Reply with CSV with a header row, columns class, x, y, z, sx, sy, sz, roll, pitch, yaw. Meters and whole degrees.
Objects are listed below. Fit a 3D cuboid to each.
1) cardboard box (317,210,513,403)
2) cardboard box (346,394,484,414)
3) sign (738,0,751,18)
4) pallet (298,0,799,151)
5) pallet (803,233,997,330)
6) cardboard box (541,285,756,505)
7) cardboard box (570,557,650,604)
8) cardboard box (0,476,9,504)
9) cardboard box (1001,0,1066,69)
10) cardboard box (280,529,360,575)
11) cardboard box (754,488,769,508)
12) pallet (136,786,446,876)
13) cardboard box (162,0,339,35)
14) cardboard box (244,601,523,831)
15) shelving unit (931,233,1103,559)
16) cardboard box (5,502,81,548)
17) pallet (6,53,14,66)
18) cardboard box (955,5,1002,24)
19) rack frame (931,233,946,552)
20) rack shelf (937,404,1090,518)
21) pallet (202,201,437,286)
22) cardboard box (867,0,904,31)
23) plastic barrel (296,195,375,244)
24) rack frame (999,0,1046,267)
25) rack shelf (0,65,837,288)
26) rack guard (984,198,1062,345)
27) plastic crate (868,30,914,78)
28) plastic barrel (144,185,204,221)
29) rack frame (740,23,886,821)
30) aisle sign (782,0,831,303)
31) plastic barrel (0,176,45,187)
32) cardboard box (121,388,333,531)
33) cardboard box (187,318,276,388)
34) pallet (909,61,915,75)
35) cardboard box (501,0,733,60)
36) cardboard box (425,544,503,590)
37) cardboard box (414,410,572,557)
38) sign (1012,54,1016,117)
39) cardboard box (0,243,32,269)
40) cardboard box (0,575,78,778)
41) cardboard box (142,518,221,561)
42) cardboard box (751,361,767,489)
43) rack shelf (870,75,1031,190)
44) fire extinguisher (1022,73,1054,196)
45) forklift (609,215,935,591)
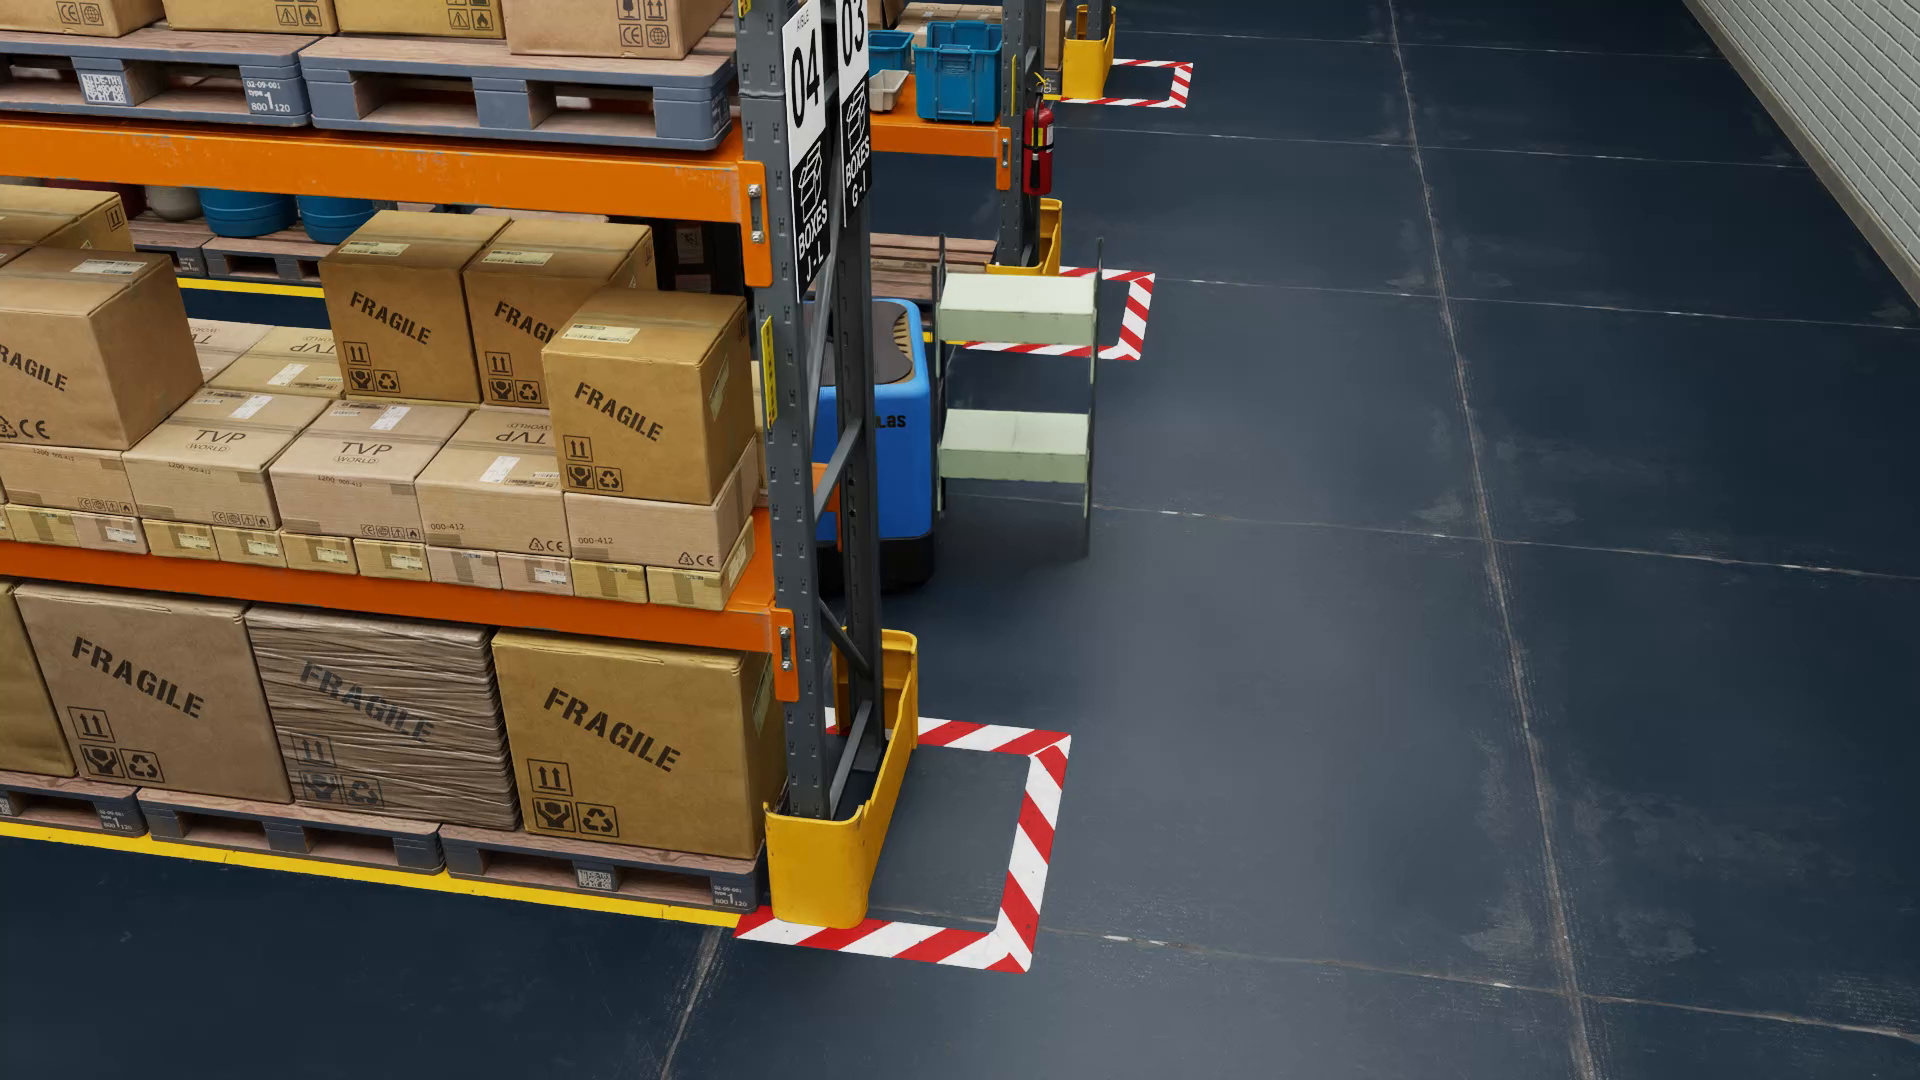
class,x,y,z,sx,sy,sz,roll,pitch,yaw
cardboard box,-1.887,-0.836,5.912,0.500,0.500,0.500,4,32,7
cardboard box,-1.891,-0.520,6.115,0.500,0.250,0.500,4,32,7
sign,-0.560,-1.514,4.255,0.005,0.325,0.100,5,32,8
pallet,-1.188,-1.478,5.041,1.213,0.211,1.003,5,32,8
pallet,-0.428,-1.686,10.745,1.213,0.211,1.003,5,32,8
cardboard box,-0.979,-0.470,5.328,0.500,0.500,0.500,6,32,9
cardboard box,-1.118,0.041,5.594,0.250,0.149,0.380,6,32,9
cardboard box,-3.489,-0.377,5.887,0.500,0.250,0.500,5,32,8
cardboard box,0.638,-4.411,14.411,0.500,0.500,0.500,5,32,8
cardboard box,-2.124,-0.050,5.740,0.250,0.149,0.380,5,32,8
cardboard box,-0.749,-0.281,6.109,0.250,0.149,0.380,6,32,9
pallet,-2.455,0.858,6.681,1.213,0.211,1.003,5,32,8
cardboard box,-2.028,-1.870,5.000,0.500,0.500,0.700,3,32,5
cardboard box,-1.996,0.442,6.323,0.875,0.875,0.875,5,32,8
shelving unit,0.266,-0.665,7.899,0.755,1.500,0.431,3,32,4
cardboard box,-3.132,-0.142,5.886,0.250,0.149,0.380,5,32,8
pallet,-3.593,-1.696,5.389,1.213,0.211,1.003,5,32,8
cardboard box,0.235,-4.627,14.992,0.500,0.250,0.500,5,32,8
rack frame,-0.098,-0.681,7.925,0.023,1.500,0.400,3,32,4
rack shelf,0.266,-0.389,8.072,0.720,0.370,0.431,3,32,4
pallet,-4.318,-2.040,11.310,1.213,0.211,1.003,5,32,8
cardboard box,-0.874,-4.685,14.846,0.637,0.503,0.797,5,32,8
plastic barrel,-4.098,-2.477,10.962,0.708,0.901,0.600,5,32,8
rack frame,0.379,-2.774,9.855,0.127,3.000,1.000,5,32,8
rack shelf,-2.426,-1.329,5.397,4.000,0.370,1.077,5,32,8
rack guard,0.405,-1.719,10.525,0.348,0.500,1.175,5,32,8
plastic crate,-0.458,-2.982,10.288,0.300,0.233,0.416,5,32,8
plastic barrel,-5.337,-2.472,11.322,0.421,0.512,0.421,0,32,0
rack frame,-0.455,-0.184,5.716,0.127,3.000,1.000,5,32,8
aisle sign,-0.434,-1.122,4.766,0.004,0.787,0.394,5,32,8
plastic barrel,-6.451,-2.573,11.483,0.421,0.512,0.421,0,32,0
cardboard box,-2.493,-0.286,5.741,0.500,0.250,0.500,5,32,8
cardboard box,-2.904,-0.611,6.260,0.500,0.250,0.500,6,33,9
pallet,-0.844,-4.370,15.033,1.213,0.211,1.003,5,32,8
cardboard box,-0.976,-1.736,4.785,0.500,0.500,0.700,3,32,5
cardboard box,-1.612,-0.005,5.668,0.250,0.149,0.380,6,32,9
cardboard box,-1.477,-0.196,5.597,0.500,0.250,0.500,5,32,7
sign,0.302,-2.554,9.350,0.005,0.325,0.100,5,32,8
cardboard box,-3.484,-0.697,5.690,0.500,0.500,0.500,5,32,8
cardboard box,-3.760,0.283,6.578,0.875,0.875,0.875,5,32,8
cardboard box,-2.625,-0.096,5.812,0.250,0.149,0.380,4,32,7
cardboard box,-0.882,-0.430,5.971,0.500,0.250,0.500,4,32,7
rack shelf,-1.593,-2.648,10.331,4.000,0.370,1.077,5,32,8
fire extinguisher,0.451,-2.332,9.573,0.183,0.674,0.296,5,32,8
forklift,-1.663,-1.205,7.412,3.031,2.935,1.130,-2,32,-4
